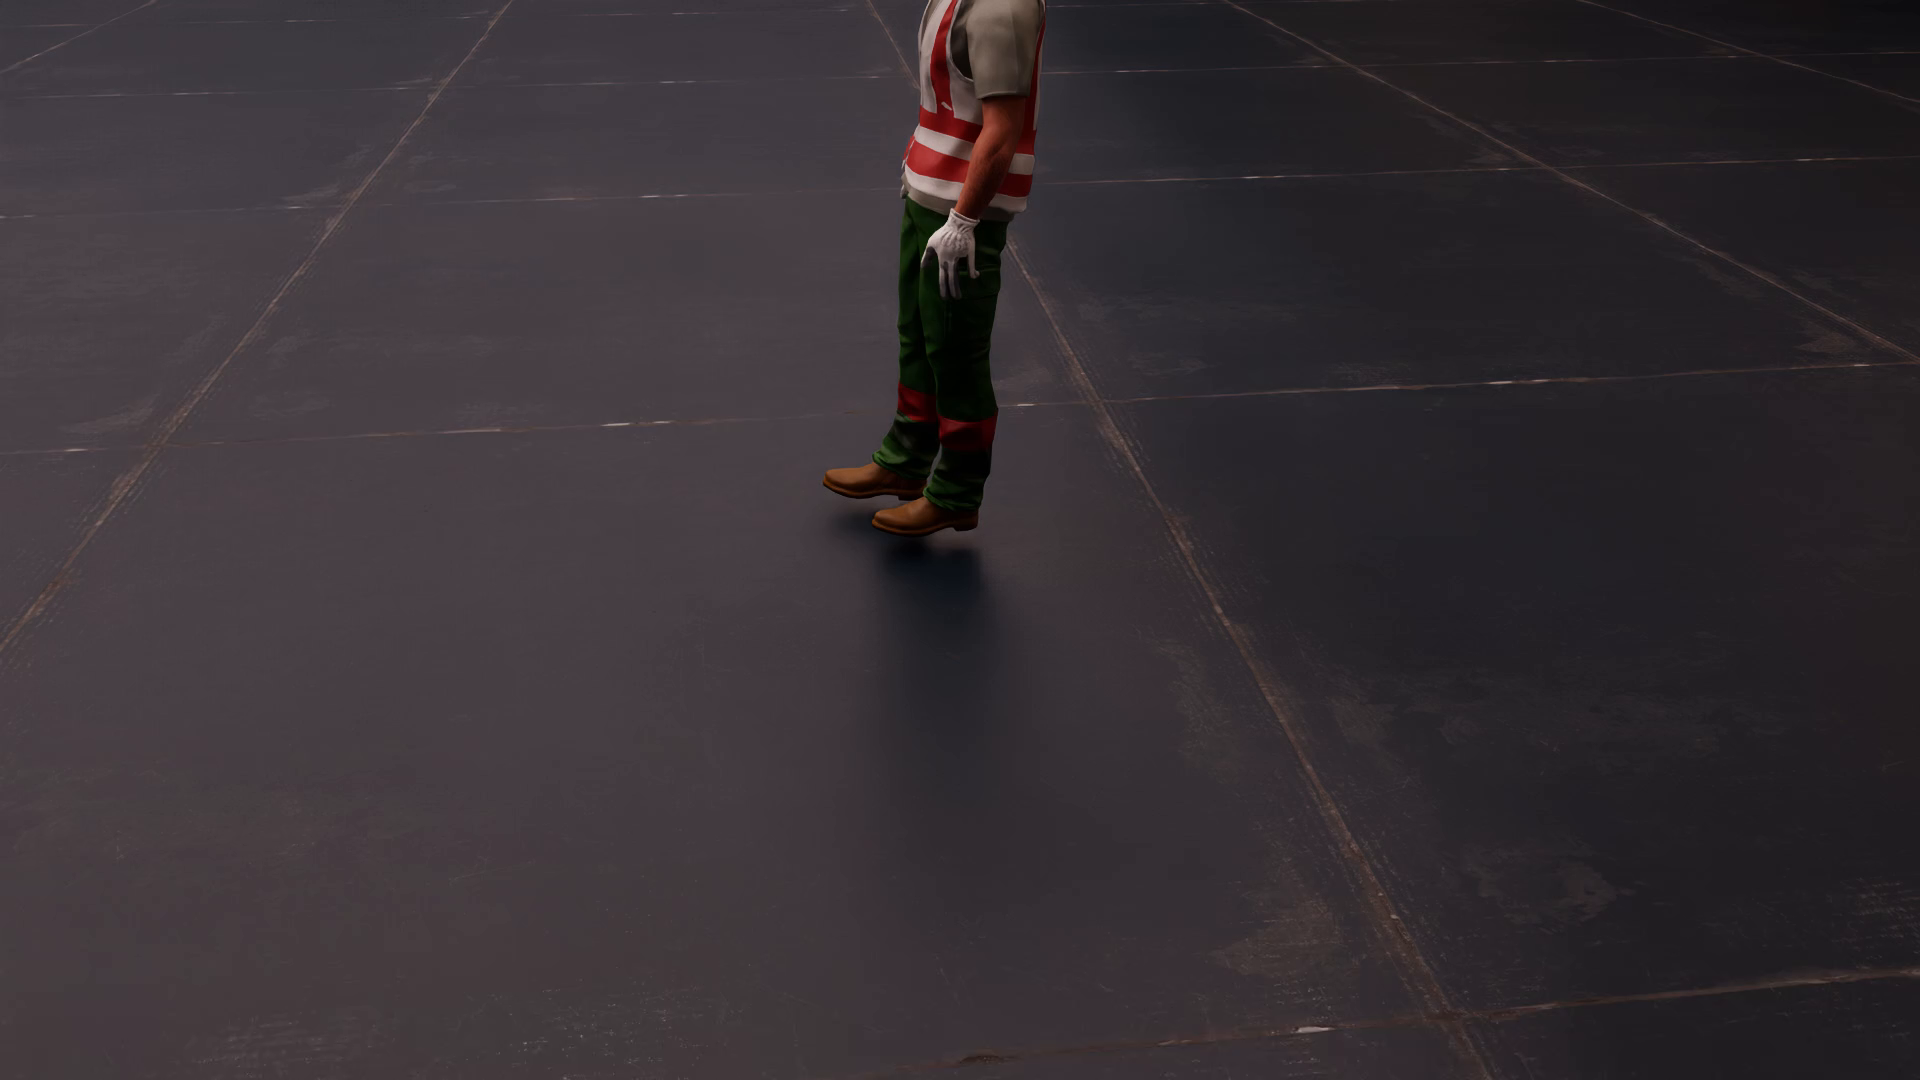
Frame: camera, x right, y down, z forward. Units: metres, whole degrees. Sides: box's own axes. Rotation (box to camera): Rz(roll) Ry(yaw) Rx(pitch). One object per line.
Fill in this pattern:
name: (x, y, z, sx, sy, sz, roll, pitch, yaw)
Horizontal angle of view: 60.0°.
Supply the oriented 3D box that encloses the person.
person: (-0.081, -0.850, 4.199, 0.564, 1.787, 0.637, -3, 26, -7)
